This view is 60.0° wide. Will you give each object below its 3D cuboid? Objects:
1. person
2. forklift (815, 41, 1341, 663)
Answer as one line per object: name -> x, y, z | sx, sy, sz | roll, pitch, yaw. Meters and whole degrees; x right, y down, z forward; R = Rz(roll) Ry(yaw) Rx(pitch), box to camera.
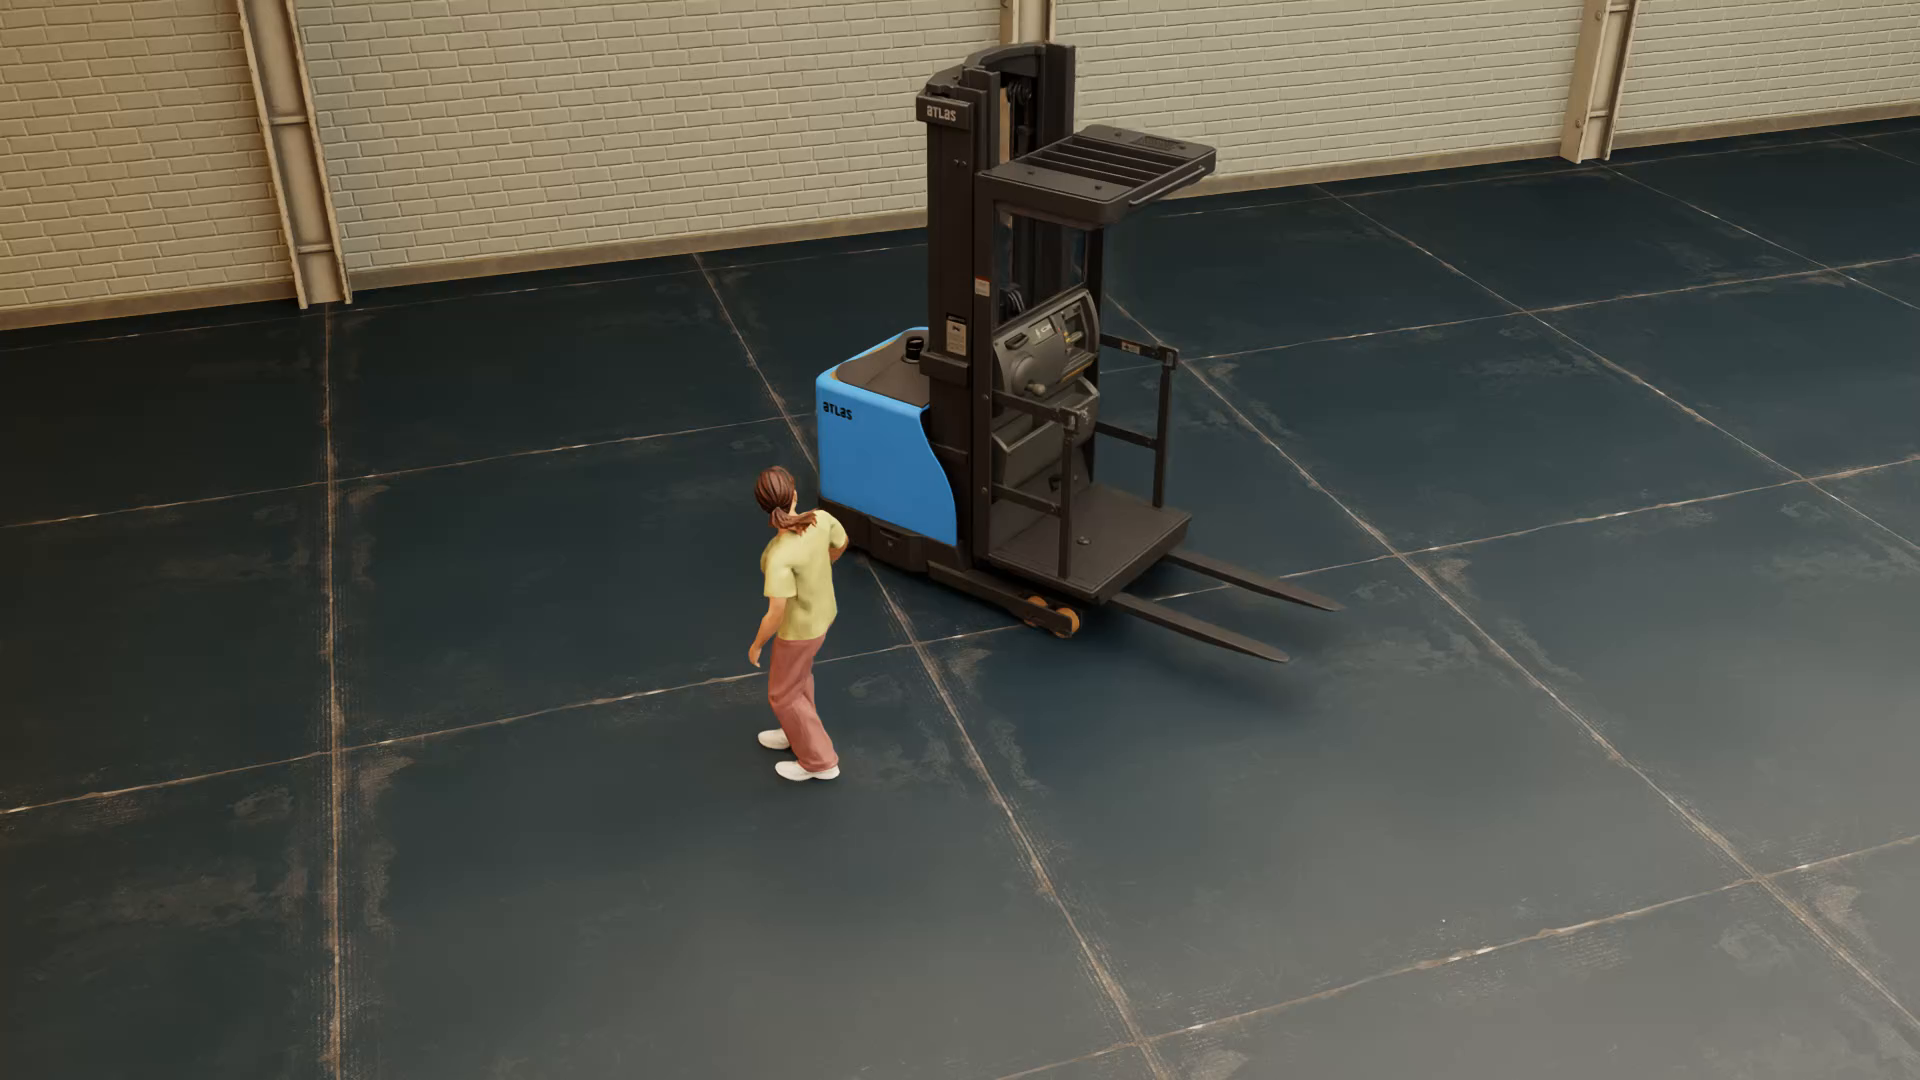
person -> -0.810, 0.396, 7.691 | 0.485, 1.648, 0.655 | 9, 31, 15
forklift -> 0.640, -1.034, 8.885 | 3.031, 2.935, 1.130 | 20, 36, 31
